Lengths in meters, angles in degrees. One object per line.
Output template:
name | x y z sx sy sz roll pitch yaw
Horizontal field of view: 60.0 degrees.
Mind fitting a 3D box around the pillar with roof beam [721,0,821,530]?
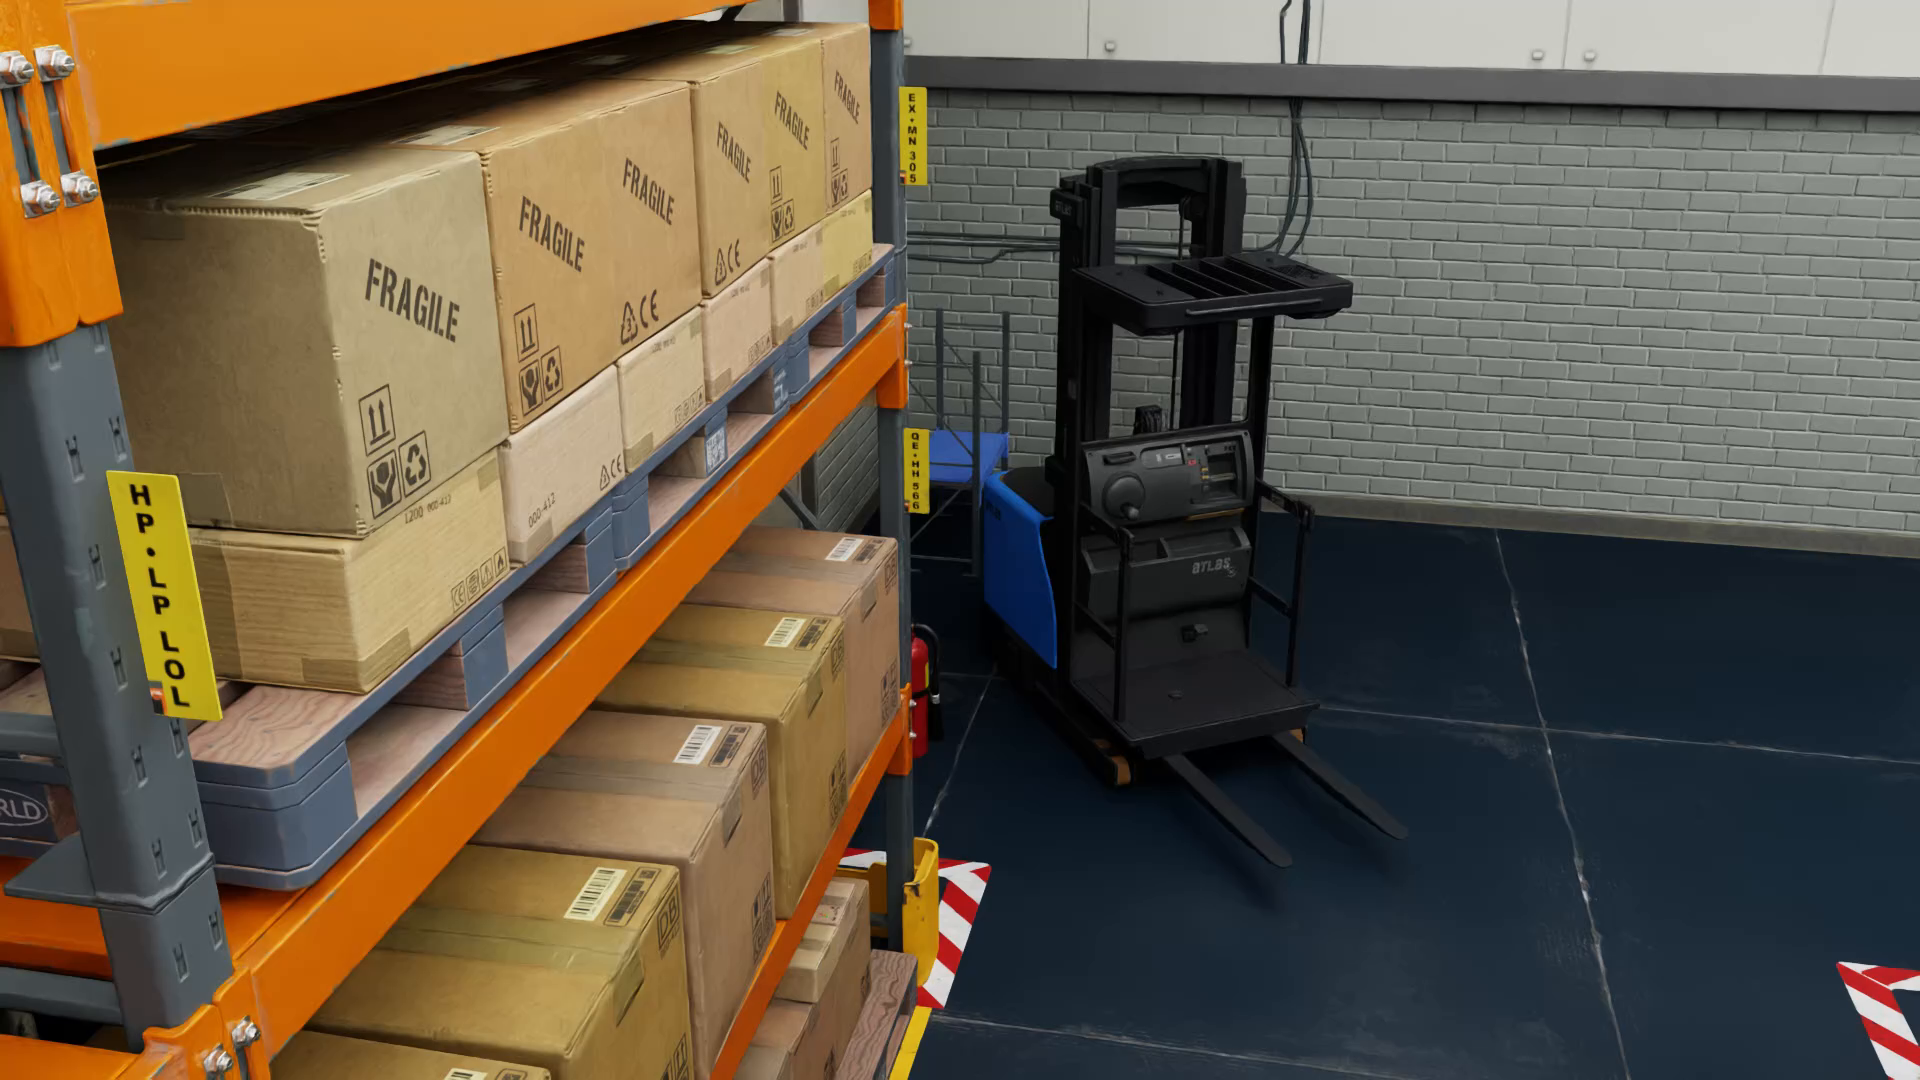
pillar with roof beam | 3.228 -3.160 7.153 9.100 9.000 0.400 4 22 11

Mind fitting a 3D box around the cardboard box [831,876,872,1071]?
cardboard box | -0.735 1.577 6.207 0.700 0.500 0.500 4 22 11

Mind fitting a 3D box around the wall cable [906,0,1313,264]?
wall cable | 0.814 -3.035 11.001 3.097 2.526 0.112 4 22 11

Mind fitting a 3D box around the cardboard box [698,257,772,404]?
cardboard box | -0.786 -0.545 4.182 0.500 0.250 0.500 4 22 9

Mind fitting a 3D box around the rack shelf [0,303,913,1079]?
rack shelf | -1.098 0.022 4.231 1.077 0.370 4.000 4 22 11

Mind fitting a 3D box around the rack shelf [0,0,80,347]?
rack shelf | -1.915 0.279 0.113 1.077 0.370 4.000 4 22 11

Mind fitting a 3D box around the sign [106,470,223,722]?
sign | -0.973 0.072 2.031 0.100 0.325 0.005 4 22 11

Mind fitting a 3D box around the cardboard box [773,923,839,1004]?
cardboard box | -0.635 1.430 5.703 0.380 0.149 0.250 5 22 12

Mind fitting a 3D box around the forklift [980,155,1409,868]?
forklift | 1.141 -0.301 8.177 1.130 2.935 3.031 -9 23 -20

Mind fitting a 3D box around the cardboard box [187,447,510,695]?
cardboard box | -1.107 0.016 2.789 0.500 0.250 0.500 4 22 11

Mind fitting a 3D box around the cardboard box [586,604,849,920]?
cardboard box | -0.922 0.663 5.289 0.980 0.700 0.700 4 22 10

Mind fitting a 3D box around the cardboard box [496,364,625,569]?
cardboard box | -0.990 -0.170 3.249 0.500 0.250 0.500 4 22 10

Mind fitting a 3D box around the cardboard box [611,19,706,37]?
cardboard box | -1.076 -1.314 5.086 0.500 0.500 0.500 4 22 9

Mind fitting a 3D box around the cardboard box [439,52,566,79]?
cardboard box | -1.293 -0.937 4.150 0.500 0.500 0.500 4 22 11

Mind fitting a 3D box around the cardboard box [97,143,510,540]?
cardboard box | -1.087 -0.339 2.666 0.500 0.500 0.500 4 22 10

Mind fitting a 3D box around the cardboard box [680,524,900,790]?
cardboard box | -0.785 0.397 5.952 0.980 0.700 0.700 5 23 13

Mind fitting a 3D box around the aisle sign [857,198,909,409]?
aisle sign | -0.382 -0.861 5.996 0.394 0.787 0.004 4 22 11

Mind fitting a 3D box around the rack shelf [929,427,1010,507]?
rack shelf | -0.017 -0.498 11.063 0.538 0.185 1.000 4 22 11

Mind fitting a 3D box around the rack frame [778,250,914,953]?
rack frame | -0.690 0.348 6.473 1.000 3.000 0.127 4 22 11

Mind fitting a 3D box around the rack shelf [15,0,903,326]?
rack shelf | -1.098 -1.184 3.745 1.077 0.370 4.000 4 22 11

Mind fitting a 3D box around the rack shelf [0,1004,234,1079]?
rack shelf | -1.915 1.485 0.599 1.077 0.370 4.000 4 22 11

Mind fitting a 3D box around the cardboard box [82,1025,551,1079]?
cardboard box | -1.380 1.475 3.274 0.980 0.700 0.700 5 22 12

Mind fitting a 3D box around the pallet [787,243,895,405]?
pallet | -0.831 -0.730 5.254 1.003 0.211 1.213 4 22 11

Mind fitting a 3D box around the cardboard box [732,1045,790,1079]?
cardboard box | -0.939 1.944 5.296 0.700 0.500 0.500 4 22 9

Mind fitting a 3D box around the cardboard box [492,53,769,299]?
cardboard box | -0.784 -0.900 4.060 0.500 0.500 0.500 3 22 9

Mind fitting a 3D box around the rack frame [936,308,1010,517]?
rack frame | 0.086 -0.850 11.458 0.500 1.500 0.032 4 22 11

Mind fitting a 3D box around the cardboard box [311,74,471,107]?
cardboard box | -1.402 -0.755 3.698 0.500 0.500 0.500 4 22 9

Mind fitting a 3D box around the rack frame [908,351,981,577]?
rack frame | -0.121 -0.479 10.534 0.500 1.500 0.032 4 22 11

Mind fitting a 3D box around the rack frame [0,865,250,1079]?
rack frame | -1.507 1.811 2.841 1.000 3.000 0.127 4 22 11

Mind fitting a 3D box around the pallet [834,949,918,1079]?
pallet | -0.777 1.940 6.253 1.003 0.211 1.213 4 22 11

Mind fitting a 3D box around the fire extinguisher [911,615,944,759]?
fire extinguisher | -0.208 0.537 6.607 0.296 0.674 0.183 4 22 11

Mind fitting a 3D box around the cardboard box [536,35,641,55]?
cardboard box | -1.191 -1.121 4.608 0.500 0.500 0.500 4 22 10

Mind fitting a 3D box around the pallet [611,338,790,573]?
pallet | -1.078 -0.282 4.143 1.003 0.211 1.213 4 22 11

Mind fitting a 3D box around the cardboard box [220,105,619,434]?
cardboard box | -0.988 -0.527 3.134 0.500 0.500 0.500 4 22 10

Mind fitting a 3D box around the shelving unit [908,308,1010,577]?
shelving unit | -0.017 -0.665 10.996 0.538 1.500 1.048 4 22 11

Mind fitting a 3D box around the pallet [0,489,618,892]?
pallet | -1.329 0.163 3.038 1.003 0.211 1.213 4 22 11

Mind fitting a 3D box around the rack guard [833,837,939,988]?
rack guard | -0.685 1.499 6.962 1.175 0.500 0.348 4 22 11

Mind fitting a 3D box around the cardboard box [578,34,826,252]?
cardboard box | -0.685 -1.092 4.535 0.500 0.500 0.500 5 23 13

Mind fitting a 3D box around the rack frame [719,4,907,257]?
rack frame | -0.690 -2.434 5.353 1.000 3.000 0.127 4 22 11

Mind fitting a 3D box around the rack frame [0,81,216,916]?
rack frame | -1.507 -0.971 1.720 1.000 3.000 0.127 4 22 11

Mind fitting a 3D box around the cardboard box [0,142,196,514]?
cardboard box | -1.592 -0.373 2.750 0.500 0.500 0.500 4 22 11

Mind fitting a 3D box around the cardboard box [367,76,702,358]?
cardboard box | -0.892 -0.708 3.583 0.500 0.500 0.500 5 22 11

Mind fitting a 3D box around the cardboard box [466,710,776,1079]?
cardboard box | -1.087 0.942 4.599 0.980 0.700 0.700 3 22 8

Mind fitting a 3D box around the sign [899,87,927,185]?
sign | -0.162 -1.371 5.647 0.100 0.325 0.005 4 22 11

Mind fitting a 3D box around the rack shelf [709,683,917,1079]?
rack shelf | -1.098 1.414 4.791 1.077 0.370 4.000 4 22 11

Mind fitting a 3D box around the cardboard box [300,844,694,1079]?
cardboard box | -1.226 1.208 3.936 0.980 0.700 0.700 4 22 10

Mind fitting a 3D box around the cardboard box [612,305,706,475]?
cardboard box | -0.892 -0.358 3.716 0.500 0.250 0.500 4 22 9

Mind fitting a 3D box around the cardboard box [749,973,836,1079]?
cardboard box | -0.837 1.760 5.753 0.700 0.500 0.500 4 22 11

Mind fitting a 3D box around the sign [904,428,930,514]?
sign | -0.162 -0.252 6.097 0.100 0.325 0.005 4 22 11

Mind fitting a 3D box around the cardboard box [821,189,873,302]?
cardboard box | -0.580 -0.927 5.129 0.500 0.250 0.500 5 23 13

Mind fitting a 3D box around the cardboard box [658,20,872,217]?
cardboard box | -0.573 -1.274 4.987 0.500 0.500 0.500 4 22 11

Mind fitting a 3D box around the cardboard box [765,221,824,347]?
cardboard box | -0.685 -0.736 4.656 0.500 0.250 0.500 4 22 9

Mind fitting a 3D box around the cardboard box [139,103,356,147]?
cardboard box | -1.488 -0.562 3.219 0.500 0.500 0.500 4 22 9

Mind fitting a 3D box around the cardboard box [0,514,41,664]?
cardboard box | -1.596 -0.020 2.877 0.500 0.250 0.500 5 22 11

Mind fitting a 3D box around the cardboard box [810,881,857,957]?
cardboard box | -0.583 1.337 5.935 0.380 0.149 0.250 4 22 10
